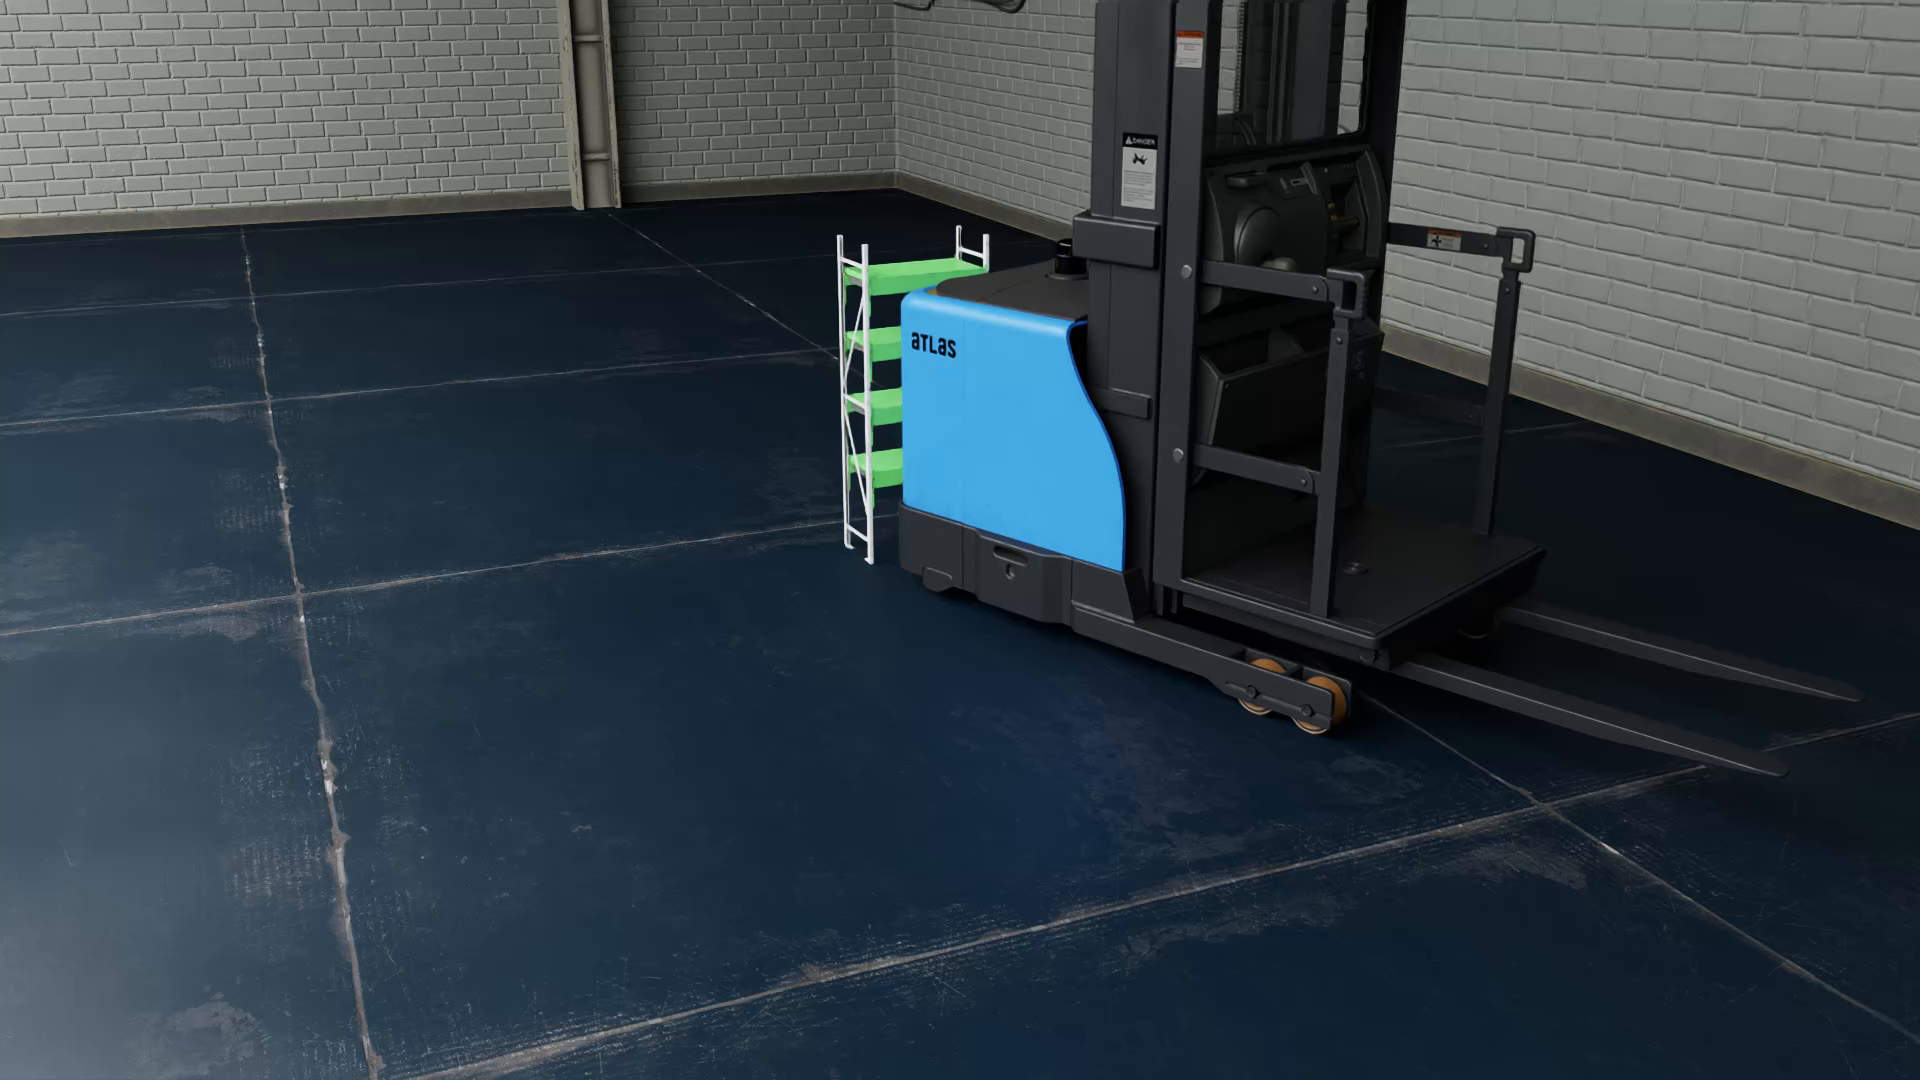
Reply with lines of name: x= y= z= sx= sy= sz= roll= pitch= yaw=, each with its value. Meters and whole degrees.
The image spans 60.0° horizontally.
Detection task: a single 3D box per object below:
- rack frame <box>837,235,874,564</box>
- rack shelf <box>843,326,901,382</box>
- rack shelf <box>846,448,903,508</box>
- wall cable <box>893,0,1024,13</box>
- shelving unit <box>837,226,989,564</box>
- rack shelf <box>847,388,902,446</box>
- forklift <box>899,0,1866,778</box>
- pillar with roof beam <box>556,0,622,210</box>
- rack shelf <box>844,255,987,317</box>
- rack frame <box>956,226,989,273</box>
rack frame: x=-0.387 y=-0.511 z=6.167 sx=0.015 sy=1.200 sz=0.240 roll=-10 pitch=22 yaw=-26
rack shelf: x=-0.170 y=-0.715 z=6.215 sx=0.480 sy=0.148 sz=0.258 roll=-10 pitch=22 yaw=-26
rack shelf: x=-0.171 y=-0.262 z=6.374 sx=0.480 sy=0.148 sz=0.258 roll=-10 pitch=22 yaw=-26
wall cable: x=-0.080 y=-5.803 z=14.129 sx=0.112 sy=2.526 sz=3.097 roll=-8 pitch=21 yaw=-22
shelving unit: x=-0.170 y=-0.549 z=6.273 sx=0.503 sy=1.200 sz=0.258 roll=-10 pitch=22 yaw=-26
rack shelf: x=-0.170 y=-0.488 z=6.295 sx=0.480 sy=0.148 sz=0.258 roll=-10 pitch=22 yaw=-26
forklift: x=1.195 y=-1.006 z=4.966 sx=3.031 sy=2.935 sz=1.130 roll=17 pitch=26 yaw=40
pillar with roof beam: x=-1.604 y=-5.970 z=9.929 sx=0.400 sy=9.000 sz=9.100 roll=-8 pitch=21 yaw=-22
rack shelf: x=-0.170 y=-0.941 z=6.135 sx=0.480 sy=0.148 sz=0.258 roll=-10 pitch=22 yaw=-26
rack frame: x=0.046 y=-0.586 z=6.380 sx=0.015 sy=1.200 sz=0.240 roll=-10 pitch=22 yaw=-26
